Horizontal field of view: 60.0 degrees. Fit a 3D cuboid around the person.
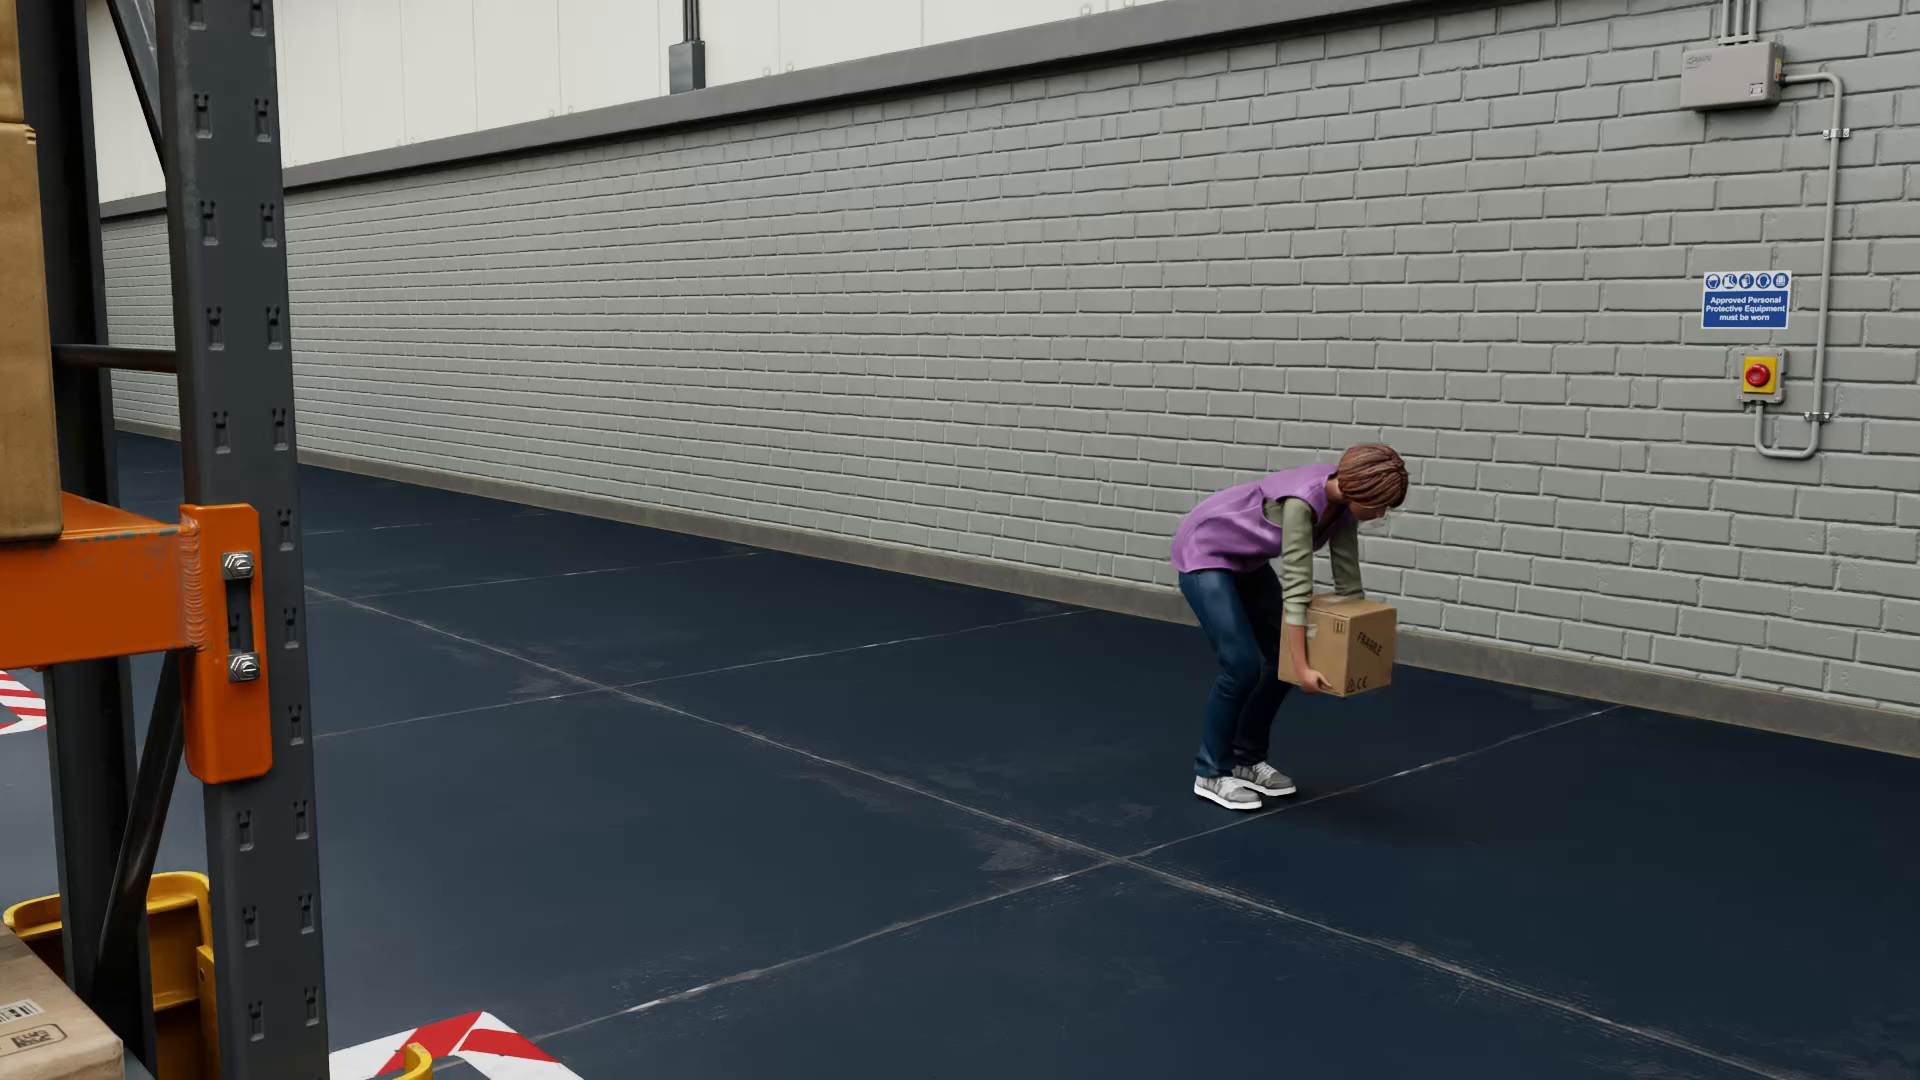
[{"bbox_3d":[1.039,0.288,5.305,0.388,1.168,0.820,-7,10,-43],"label":"person"}]
